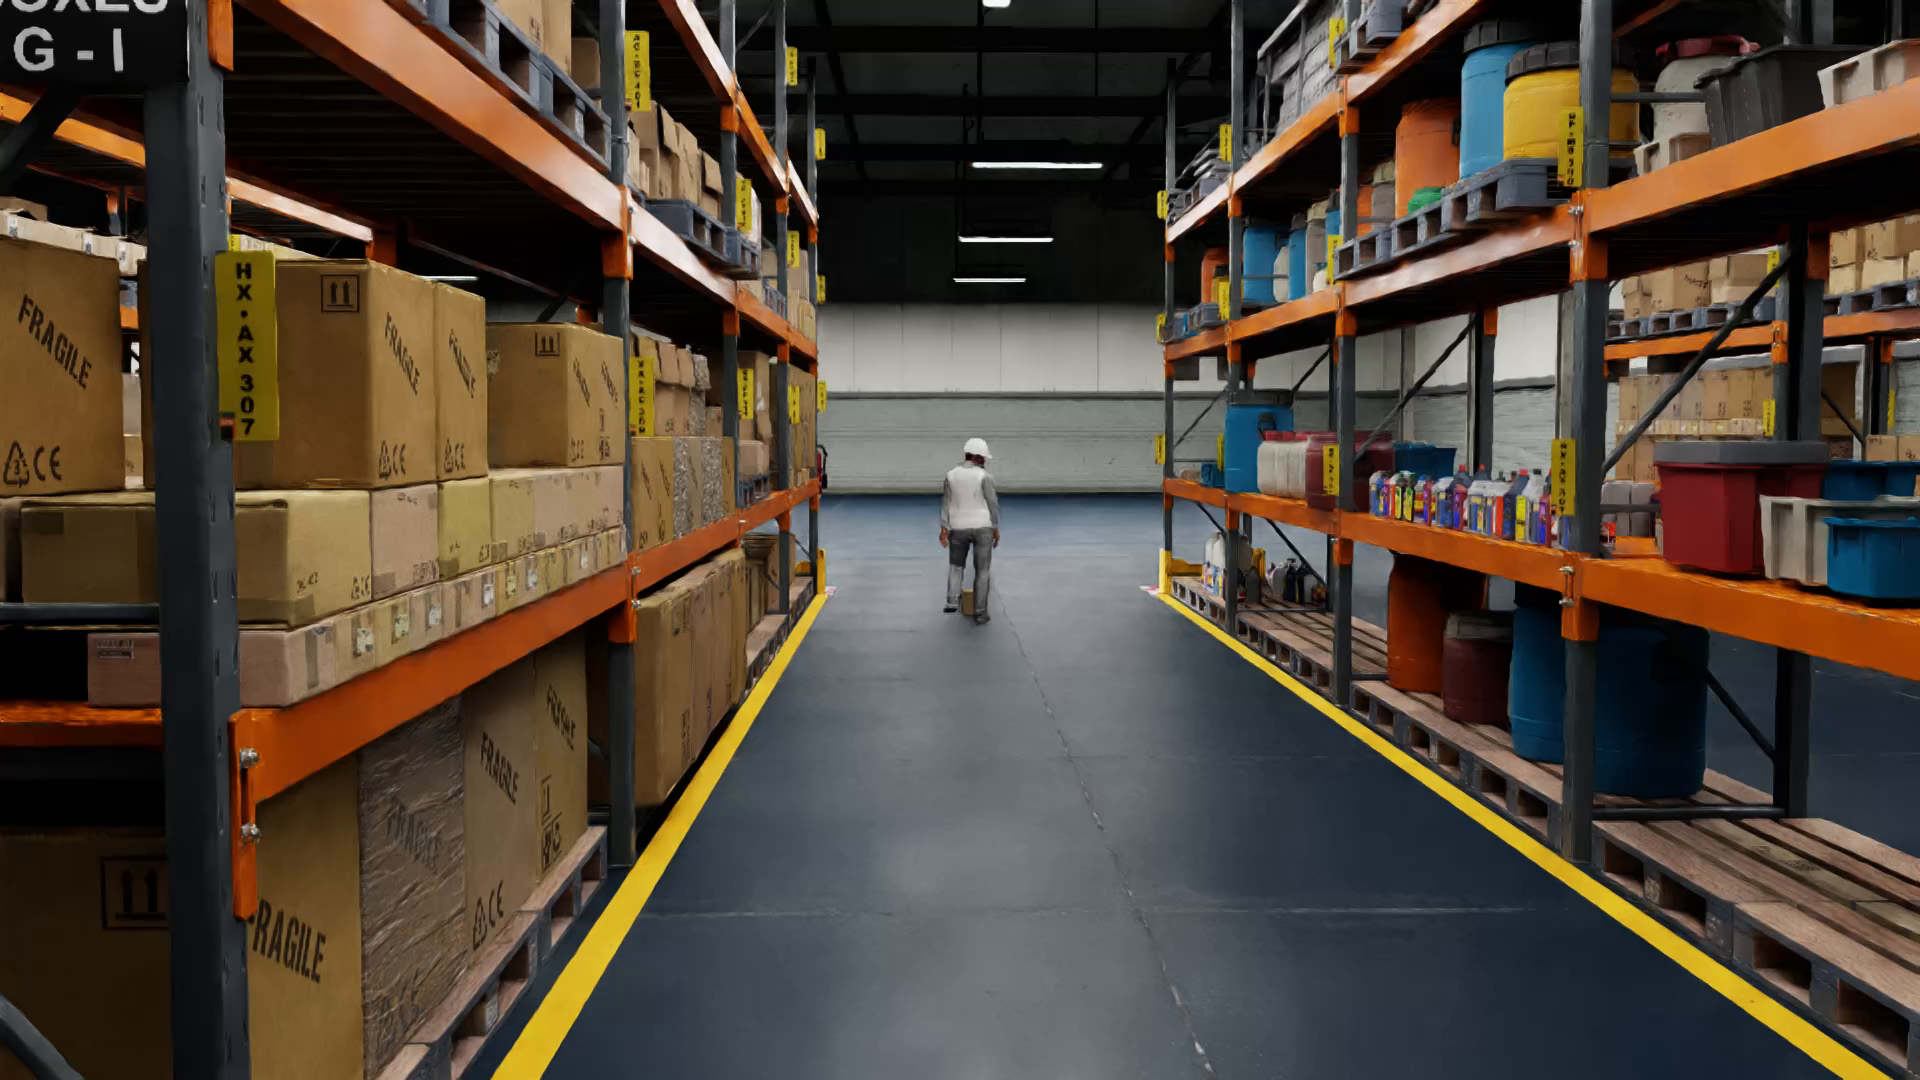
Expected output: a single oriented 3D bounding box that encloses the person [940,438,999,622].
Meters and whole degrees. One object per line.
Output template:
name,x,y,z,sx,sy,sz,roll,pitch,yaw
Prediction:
person,0.103,-0.109,16.033,0.582,1.756,0.457,1,4,11
